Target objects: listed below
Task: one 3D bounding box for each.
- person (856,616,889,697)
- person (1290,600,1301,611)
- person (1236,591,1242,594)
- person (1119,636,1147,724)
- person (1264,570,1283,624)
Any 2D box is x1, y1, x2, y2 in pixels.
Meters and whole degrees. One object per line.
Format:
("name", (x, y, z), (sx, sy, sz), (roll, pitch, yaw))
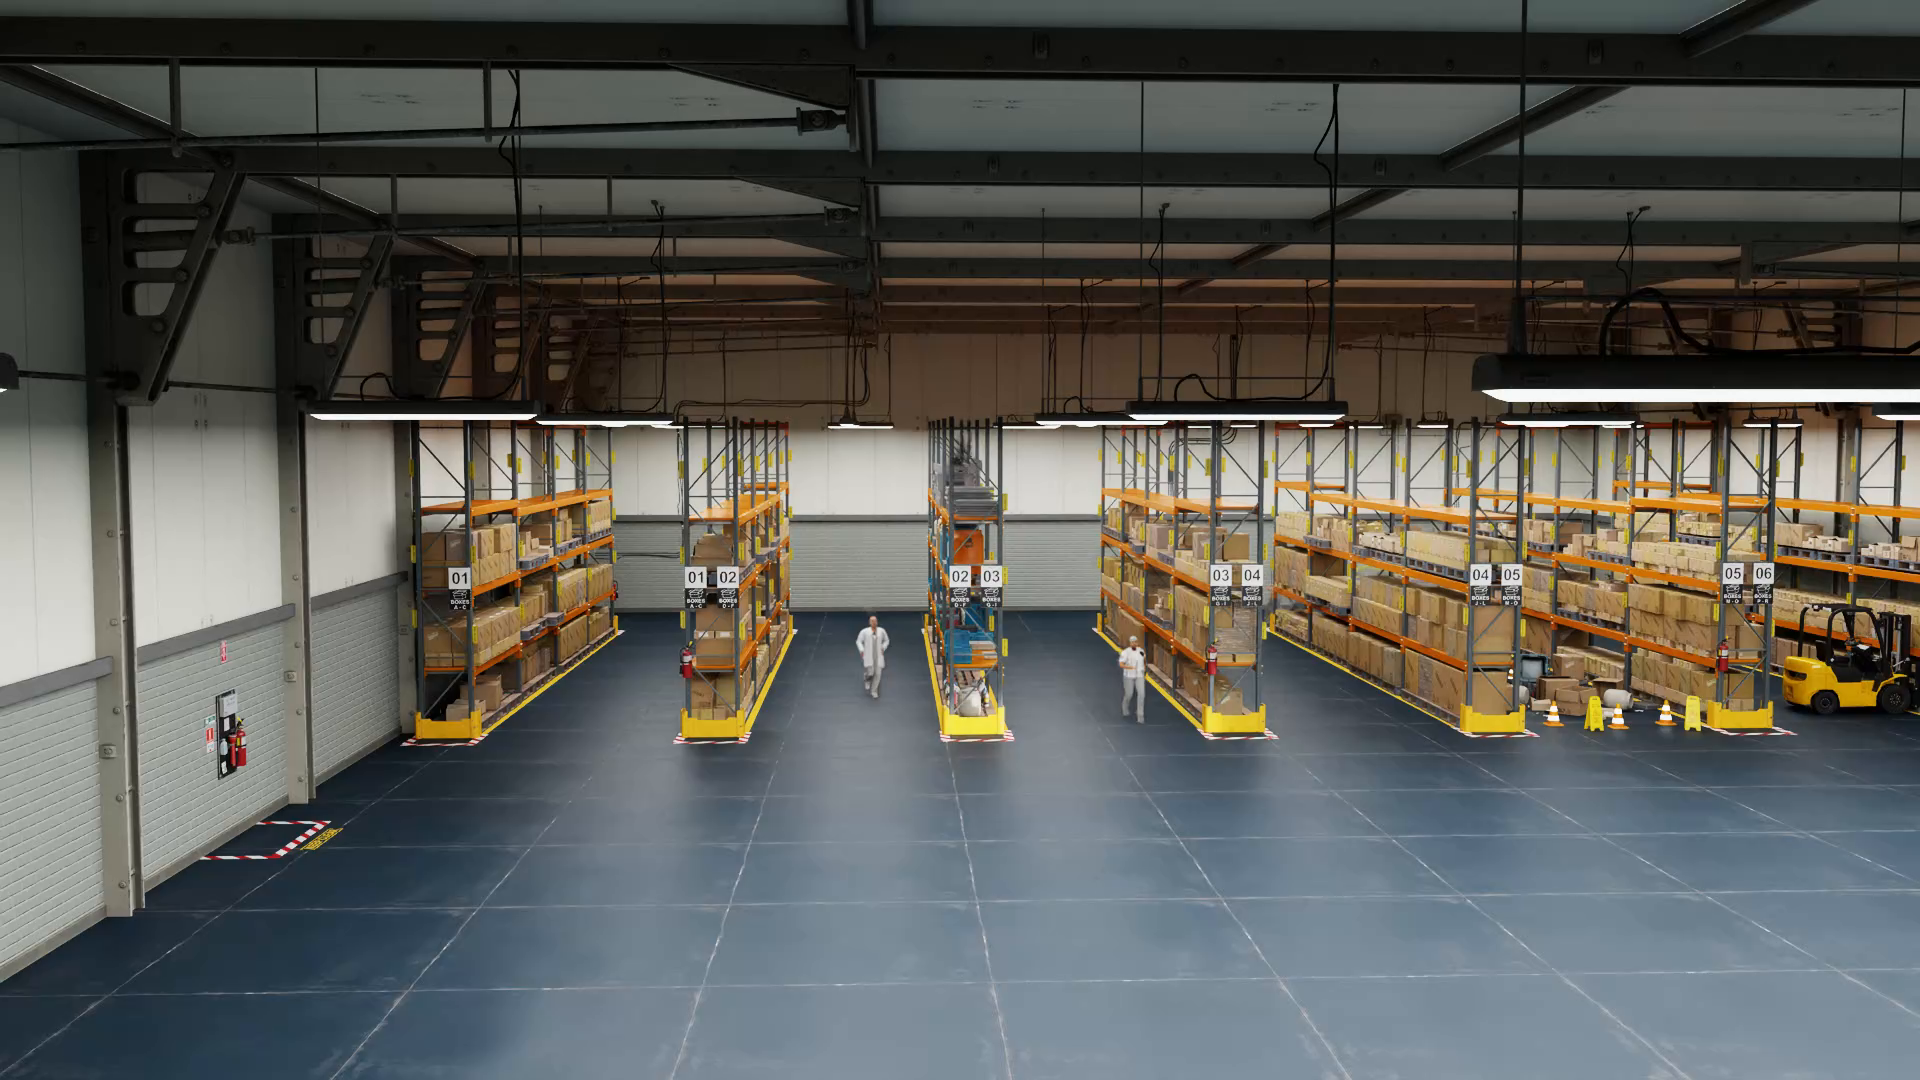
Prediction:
("person", (-1.874, 2.518, 35.989), (0.709, 1.737, 0.640), (-1, 4, -14))
("person", (9.925, 1.687, 48.891), (0.766, 1.705, 0.706), (0, 4, -3))
("person", (7.789, 1.882, 46.423), (0.593, 1.642, 0.702), (0, 4, 3))
("person", (3.438, 2.744, 32.972), (0.614, 1.698, 0.898), (-1, 4, -8))
("person", (9.369, 1.757, 49.152), (0.791, 1.574, 0.681), (0, 4, 5))
